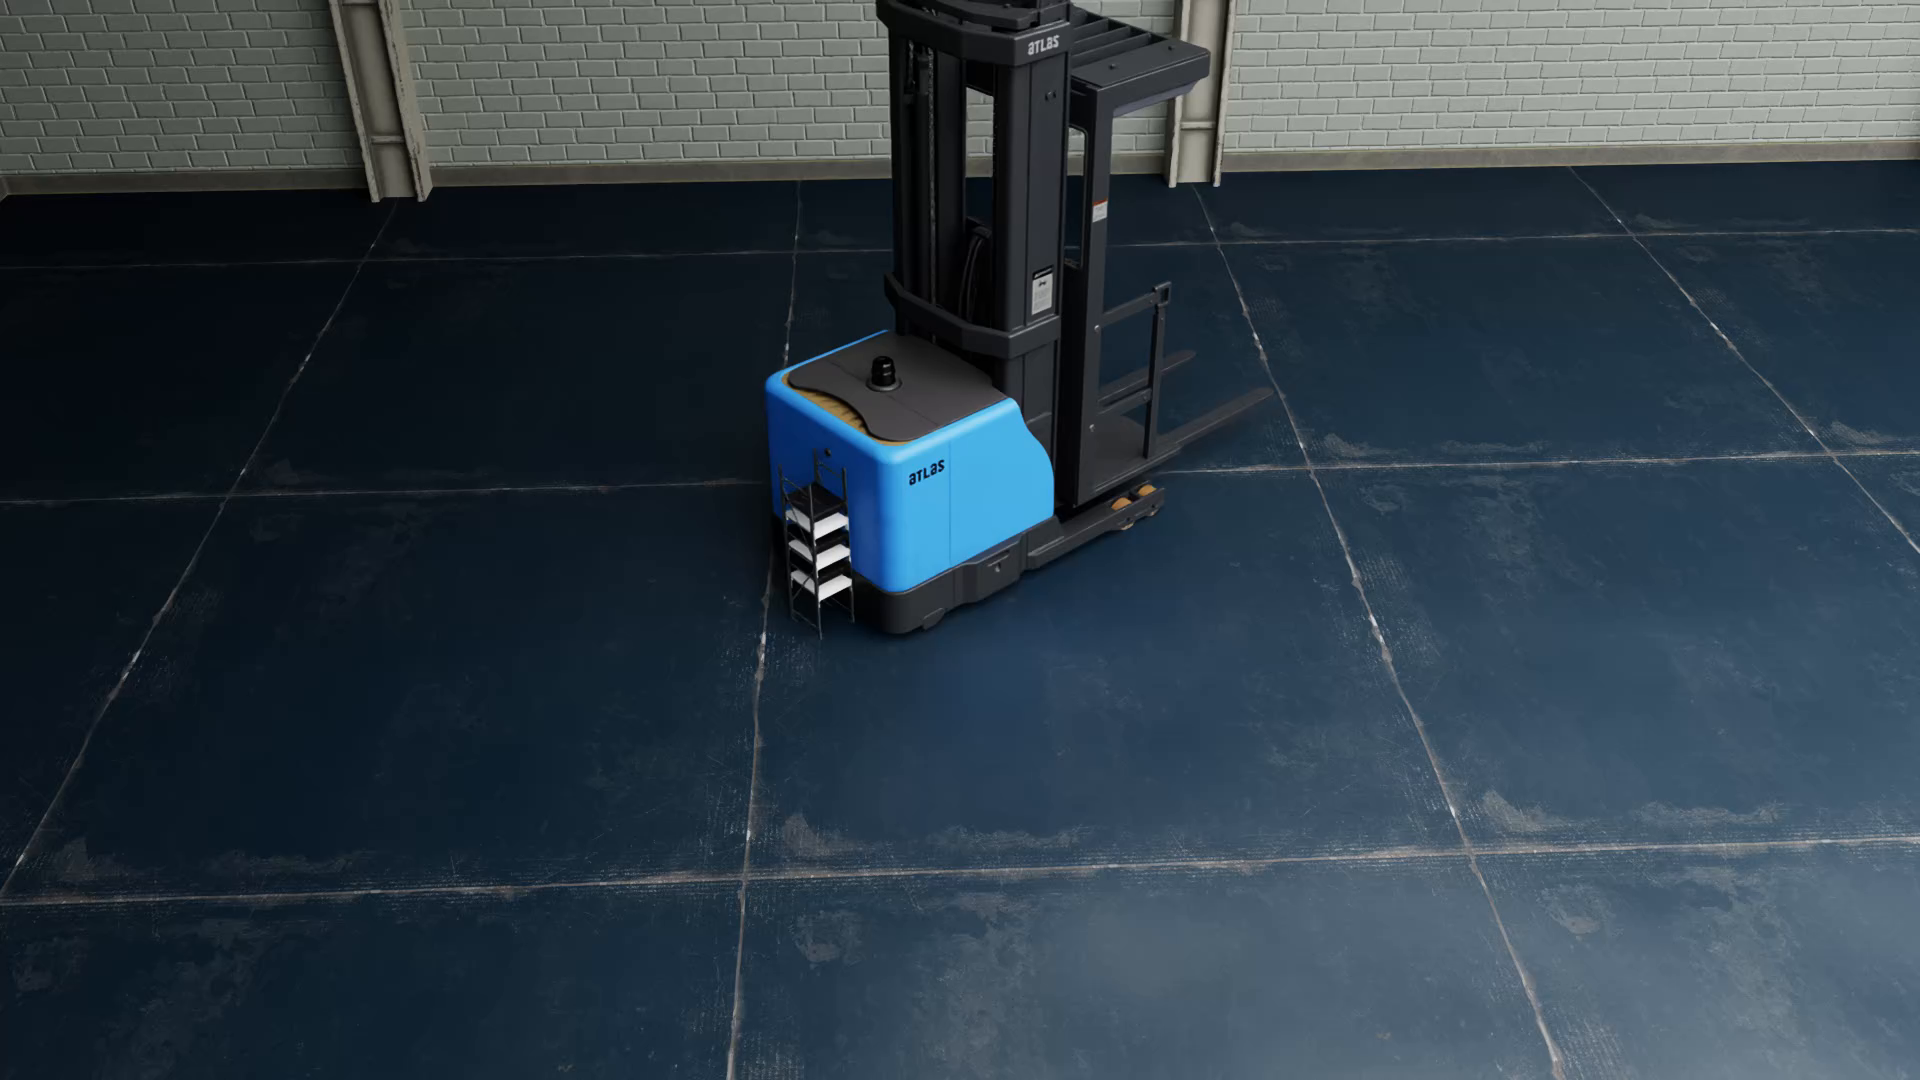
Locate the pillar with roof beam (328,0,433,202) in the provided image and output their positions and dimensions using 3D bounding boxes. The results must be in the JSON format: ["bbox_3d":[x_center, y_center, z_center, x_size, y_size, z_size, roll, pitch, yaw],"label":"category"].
[{"bbox_3d":[-4.010,-3.873,6.475,0.400,9.000,9.100,-2,35,-2],"label":"pillar with roof beam"}]

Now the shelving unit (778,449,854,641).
[{"bbox_3d":[-0.681,0.030,7.950,0.210,0.900,0.258,-27,43,-33],"label":"shelving unit"}]

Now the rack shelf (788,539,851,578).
[{"bbox_3d":[-0.681,0.057,7.970,0.200,0.077,0.258,-27,43,-33],"label":"rack shelf"}]

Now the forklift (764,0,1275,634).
[{"bbox_3d":[0.473,-1.462,8.323,3.031,2.935,1.130,-27,43,-33],"label":"forklift"}]

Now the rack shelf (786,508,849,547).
[{"bbox_3d":[-0.682,-0.090,7.866,0.200,0.077,0.258,-27,43,-33],"label":"rack shelf"}]

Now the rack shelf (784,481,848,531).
[{"bbox_3d":[-0.683,-0.164,7.815,0.200,0.077,0.258,-27,43,-33],"label":"rack shelf"}]

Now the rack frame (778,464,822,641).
[{"bbox_3d":[-0.758,0.069,7.896,0.006,0.900,0.240,-27,43,-33],"label":"rack frame"}]

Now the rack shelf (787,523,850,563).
[{"bbox_3d":[-0.682,-0.017,7.918,0.200,0.077,0.258,-27,43,-33],"label":"rack shelf"}]

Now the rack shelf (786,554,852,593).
[{"bbox_3d":[-0.681,0.131,8.021,0.200,0.077,0.258,-27,43,-33],"label":"rack shelf"}]

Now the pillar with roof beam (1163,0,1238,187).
[{"bbox_3d":[1.983,-4.035,6.709,0.400,9.000,9.100,-2,35,-2],"label":"pillar with roof beam"}]

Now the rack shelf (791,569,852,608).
[{"bbox_3d":[-0.680,0.205,8.073,0.200,0.077,0.258,-27,43,-33],"label":"rack shelf"}]

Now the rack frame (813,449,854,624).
[{"bbox_3d":[-0.605,-0.009,8.005,0.006,0.900,0.240,-27,43,-33],"label":"rack frame"}]
